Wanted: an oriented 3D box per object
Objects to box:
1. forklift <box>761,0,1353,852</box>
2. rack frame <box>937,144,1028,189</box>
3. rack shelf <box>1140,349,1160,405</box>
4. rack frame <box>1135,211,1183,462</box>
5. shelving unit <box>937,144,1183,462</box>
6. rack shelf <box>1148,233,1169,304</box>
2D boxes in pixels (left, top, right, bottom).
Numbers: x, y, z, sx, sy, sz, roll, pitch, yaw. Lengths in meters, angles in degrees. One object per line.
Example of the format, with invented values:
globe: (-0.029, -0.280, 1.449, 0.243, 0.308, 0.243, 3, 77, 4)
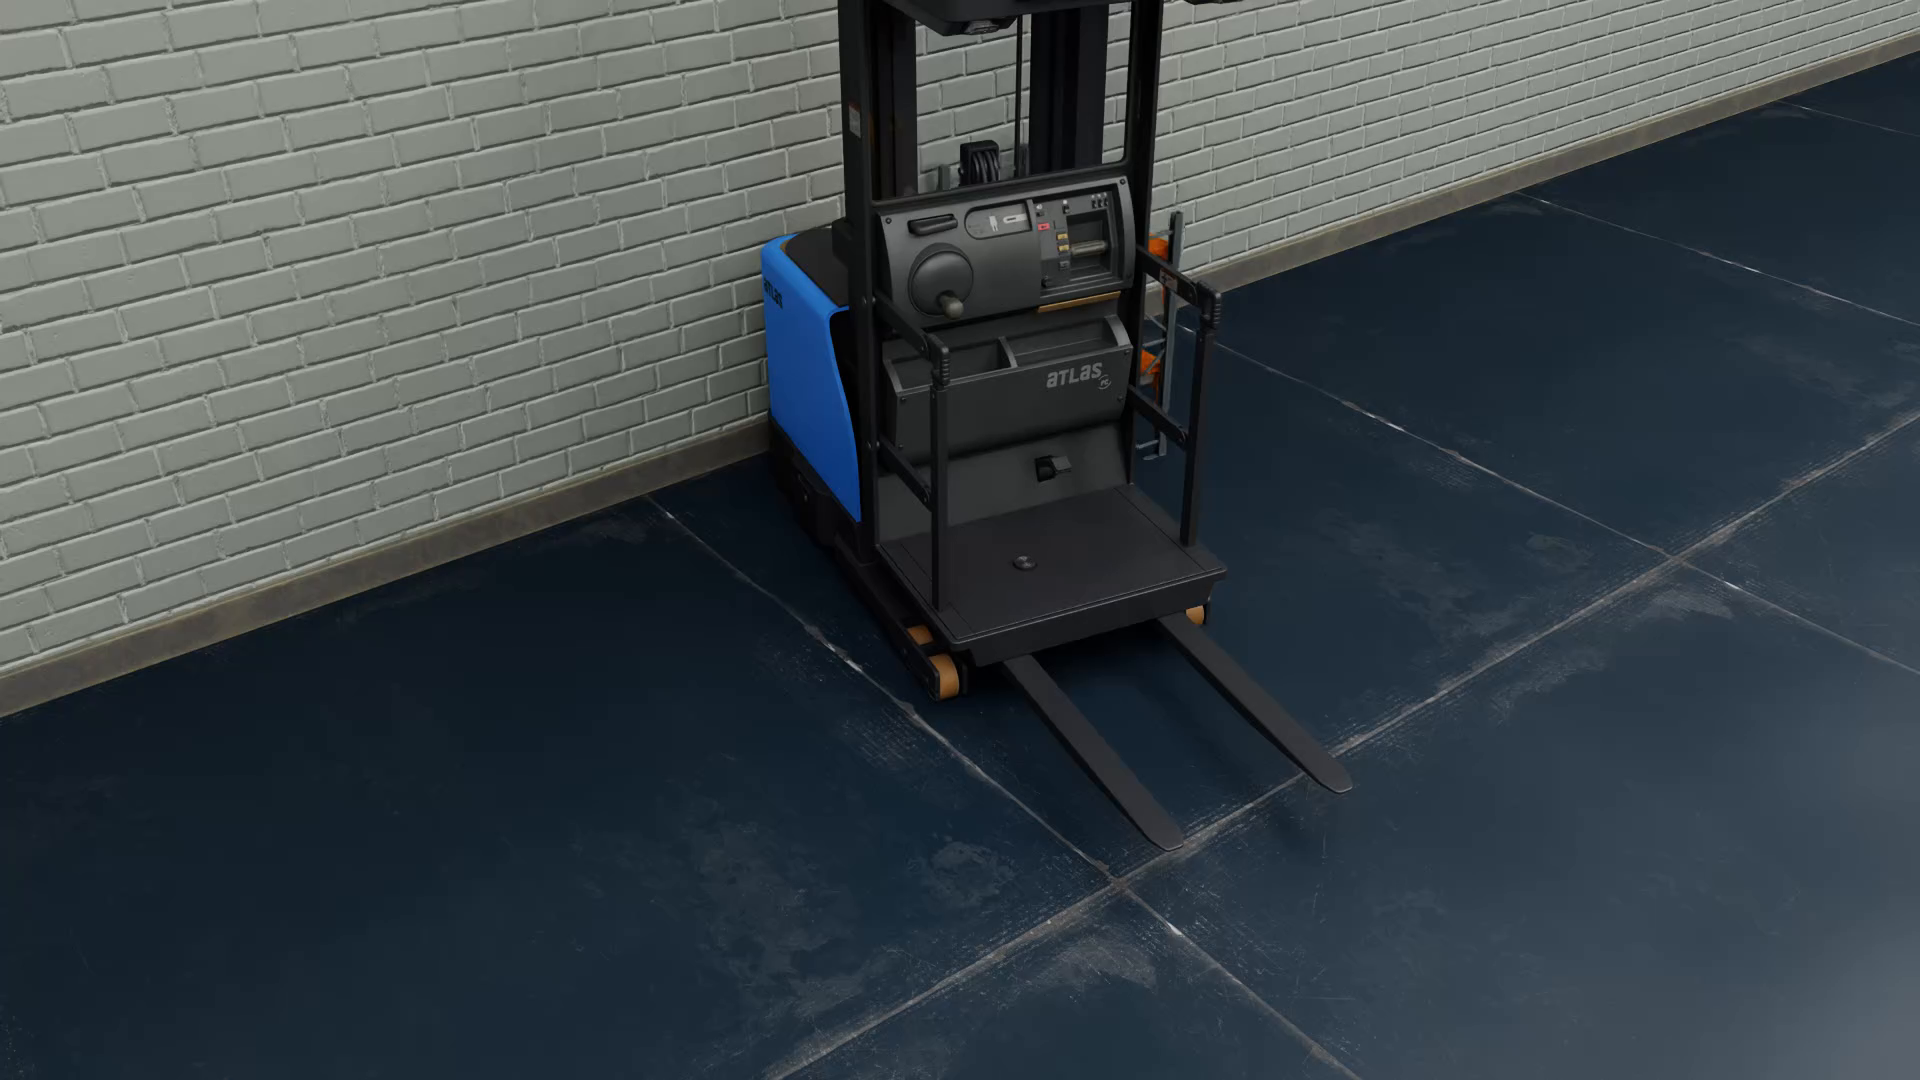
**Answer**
forklift: (0.267, -0.944, 5.491, 1.130, 2.935, 3.031, -14, 34, -21)
rack frame: (0.115, -1.225, 7.656, 0.500, 1.125, 0.032, -20, 37, -29)
rack shelf: (0.405, -0.797, 7.431, 0.538, 0.278, 1.000, -20, 37, -29)
rack frame: (0.696, -0.785, 6.947, 0.500, 1.125, 0.032, -20, 37, -29)
shelving unit: (0.405, -1.005, 7.302, 0.538, 1.125, 1.048, -20, 37, -29)
rack shelf: (0.405, -1.253, 7.147, 0.538, 0.278, 1.000, -20, 37, -29)
